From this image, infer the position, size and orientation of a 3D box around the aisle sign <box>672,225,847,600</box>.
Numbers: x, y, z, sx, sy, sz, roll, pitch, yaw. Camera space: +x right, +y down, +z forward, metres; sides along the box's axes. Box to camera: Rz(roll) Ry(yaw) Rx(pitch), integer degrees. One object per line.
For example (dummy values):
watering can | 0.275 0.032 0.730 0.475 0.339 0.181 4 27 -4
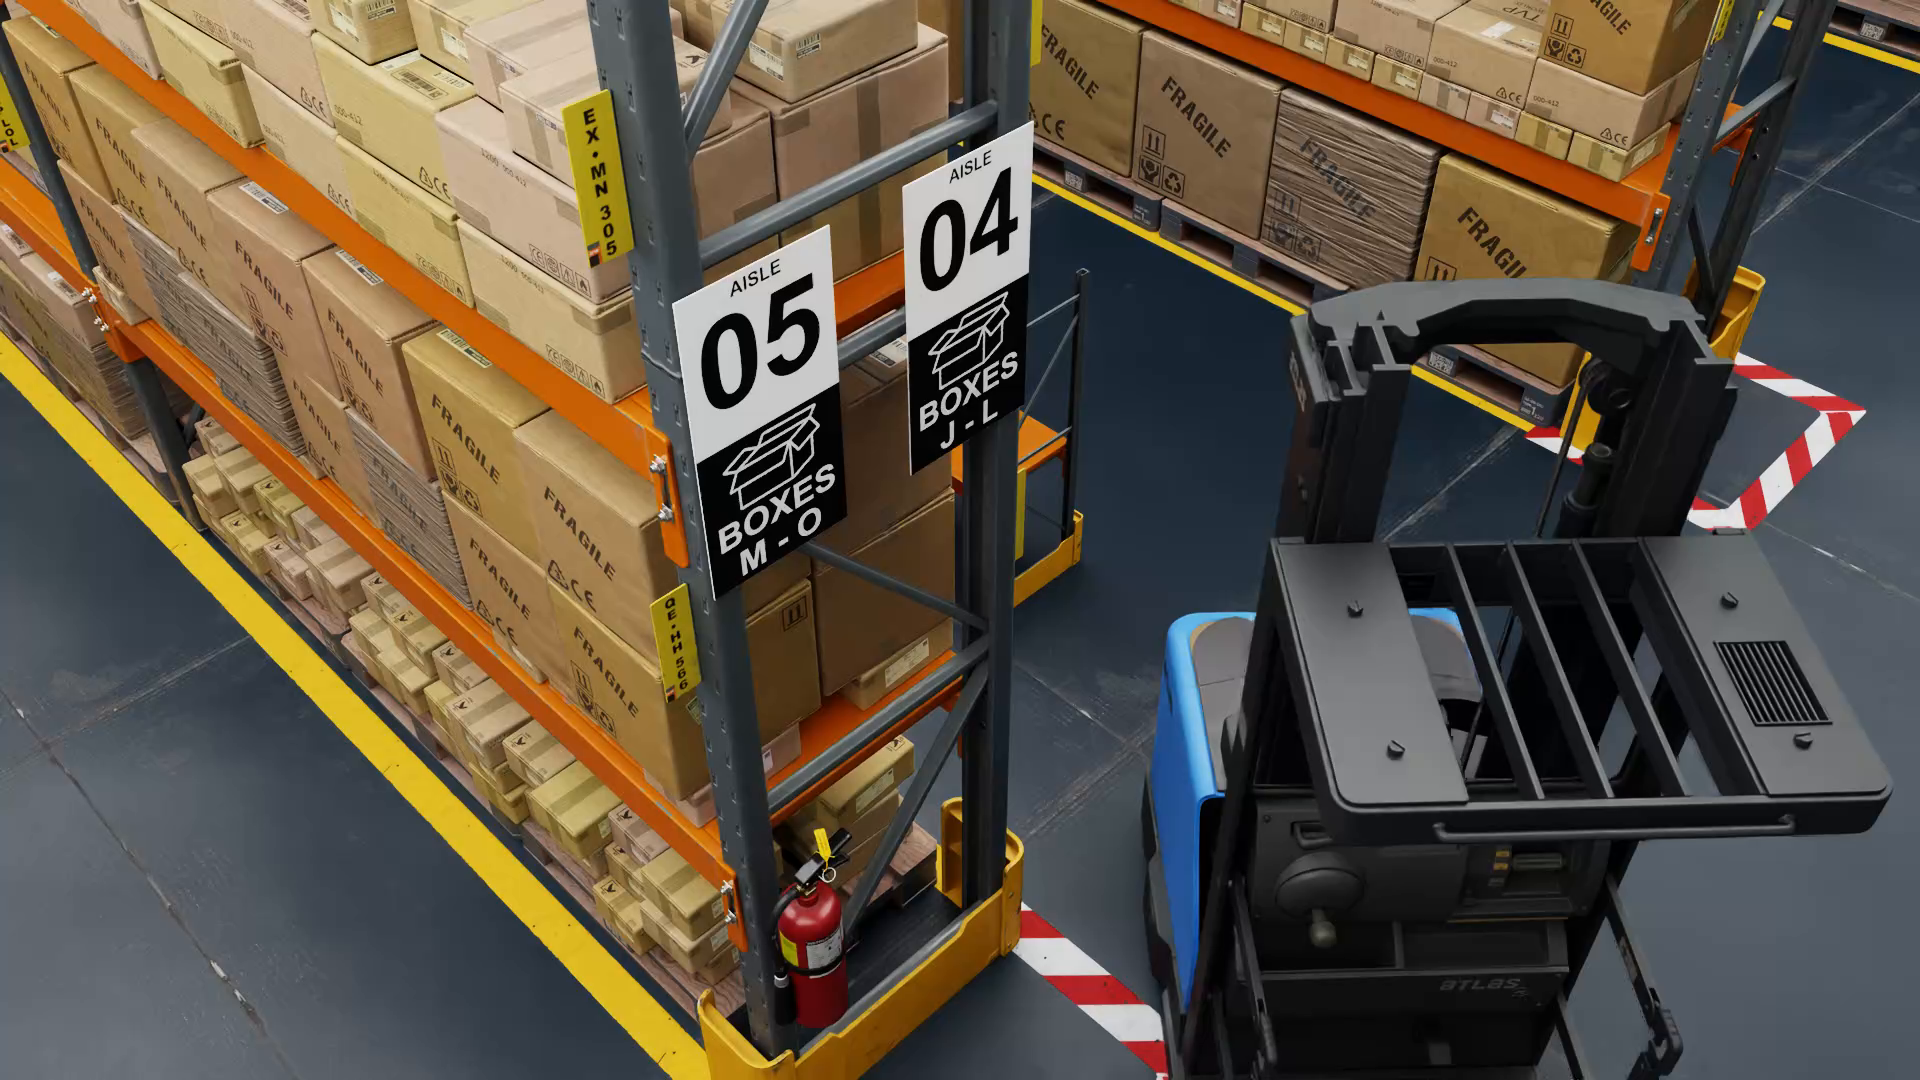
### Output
aisle sign | -0.403 -0.251 3.513 0.394 0.787 0.004 -34 53 -31

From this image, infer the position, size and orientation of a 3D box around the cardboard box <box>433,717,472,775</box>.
cardboard box | -1.728 0.676 6.217 0.380 0.149 0.250 -33 52 -31

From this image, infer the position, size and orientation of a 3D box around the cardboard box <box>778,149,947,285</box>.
cardboard box | -0.379 -0.860 3.988 0.500 0.250 0.500 -32 52 -30

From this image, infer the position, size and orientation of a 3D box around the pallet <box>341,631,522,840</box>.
pallet | -1.702 0.519 6.650 1.003 0.211 1.213 -34 53 -31

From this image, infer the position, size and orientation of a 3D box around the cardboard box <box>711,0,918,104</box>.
cardboard box | -0.310 -1.116 3.603 0.250 0.149 0.380 34 52 31

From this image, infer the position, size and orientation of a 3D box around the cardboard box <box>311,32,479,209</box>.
cardboard box | -1.110 -1.050 3.825 0.500 0.250 0.500 33 52 30

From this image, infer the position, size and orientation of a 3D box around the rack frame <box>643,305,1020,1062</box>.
rack frame | -0.243 0.525 4.589 1.000 3.000 0.127 -34 53 -31

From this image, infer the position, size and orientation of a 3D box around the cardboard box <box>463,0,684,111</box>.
cardboard box | -0.805 -1.026 3.505 0.380 0.149 0.250 -33 52 -31

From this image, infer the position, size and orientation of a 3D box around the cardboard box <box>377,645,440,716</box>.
cardboard box | -1.942 0.449 6.243 0.380 0.149 0.250 -34 52 -31

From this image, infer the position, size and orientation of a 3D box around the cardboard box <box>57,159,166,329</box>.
cardboard box | -2.896 -1.184 6.146 0.500 0.500 0.500 33 52 31

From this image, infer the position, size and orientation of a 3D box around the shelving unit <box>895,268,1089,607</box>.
shelving unit | -0.054 -0.587 6.898 0.587 1.500 1.083 -34 53 -31

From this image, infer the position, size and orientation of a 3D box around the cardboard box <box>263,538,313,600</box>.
cardboard box | -2.637 0.047 6.897 0.250 0.149 0.380 34 52 31

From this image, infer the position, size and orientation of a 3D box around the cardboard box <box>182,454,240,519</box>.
cardboard box | -3.038 -0.286 7.038 0.380 0.149 0.250 -32 51 -30

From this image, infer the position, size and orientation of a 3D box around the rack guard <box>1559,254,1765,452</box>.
rack guard | 3.358 -0.874 7.945 1.175 0.500 0.348 -34 53 -31

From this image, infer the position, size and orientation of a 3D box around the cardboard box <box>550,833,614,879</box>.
cardboard box | -1.186 0.943 5.709 0.250 0.149 0.380 32 52 30

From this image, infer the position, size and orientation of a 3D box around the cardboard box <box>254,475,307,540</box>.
cardboard box | -2.605 -0.199 6.725 0.250 0.149 0.380 33 52 31

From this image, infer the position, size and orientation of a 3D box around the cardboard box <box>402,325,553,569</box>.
cardboard box | -1.100 -0.332 4.487 0.500 0.500 0.500 32 52 30

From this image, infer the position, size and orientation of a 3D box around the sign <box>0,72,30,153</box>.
sign | -3.458 -1.554 5.986 0.100 0.325 0.005 -34 53 -31

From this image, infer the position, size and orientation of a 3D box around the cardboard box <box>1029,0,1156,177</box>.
cardboard box | 0.925 -2.744 9.383 0.875 0.875 0.875 -34 53 -31

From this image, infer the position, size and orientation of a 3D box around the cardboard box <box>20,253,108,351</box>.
cardboard box | -3.772 -1.145 7.376 0.500 0.250 0.500 33 52 30

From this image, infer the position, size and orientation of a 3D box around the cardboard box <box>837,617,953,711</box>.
cardboard box | -0.239 0.305 5.013 0.250 0.149 0.380 34 52 31

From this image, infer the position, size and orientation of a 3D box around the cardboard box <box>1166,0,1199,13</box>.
cardboard box | 1.229 -2.831 8.406 0.250 0.149 0.380 33 52 31

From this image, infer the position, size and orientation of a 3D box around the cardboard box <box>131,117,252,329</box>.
cardboard box | -2.210 -1.078 5.294 0.500 0.500 0.500 -33 52 -31

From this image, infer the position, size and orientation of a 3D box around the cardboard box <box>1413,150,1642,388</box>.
cardboard box | 2.832 -1.447 7.979 0.875 0.875 0.875 -34 53 -31

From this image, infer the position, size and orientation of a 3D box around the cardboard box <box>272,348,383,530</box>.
cardboard box | -1.812 -0.447 5.348 0.500 0.500 0.500 -31 51 -29

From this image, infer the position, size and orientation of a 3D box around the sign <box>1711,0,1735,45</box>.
sign | 2.947 -2.062 6.361 0.100 0.325 0.005 -34 53 -31

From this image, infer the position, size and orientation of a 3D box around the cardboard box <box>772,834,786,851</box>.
cardboard box | -0.629 0.926 5.946 0.250 0.149 0.380 34 53 31

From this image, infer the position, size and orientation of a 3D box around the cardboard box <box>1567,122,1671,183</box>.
cardboard box | 2.856 -1.725 7.209 0.380 0.149 0.250 -33 52 -31

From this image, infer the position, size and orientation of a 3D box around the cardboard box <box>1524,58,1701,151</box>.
cardboard box | 2.810 -1.963 7.173 0.500 0.250 0.500 33 52 31

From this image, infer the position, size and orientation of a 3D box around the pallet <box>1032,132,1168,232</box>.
pallet | 0.997 -2.298 9.699 1.003 0.211 1.213 -34 53 -31

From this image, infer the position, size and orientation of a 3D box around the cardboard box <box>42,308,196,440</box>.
cardboard box | -3.768 -0.868 7.629 0.500 0.500 0.500 33 52 31

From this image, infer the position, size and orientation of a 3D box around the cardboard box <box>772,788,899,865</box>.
cardboard box | -0.431 0.934 5.719 0.380 0.149 0.250 -32 51 -30

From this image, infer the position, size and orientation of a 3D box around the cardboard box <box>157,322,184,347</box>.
cardboard box | -2.864 -0.923 6.341 0.380 0.149 0.250 -33 52 -30

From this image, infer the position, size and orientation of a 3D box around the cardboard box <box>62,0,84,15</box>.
cardboard box | -2.567 -1.858 5.068 0.500 0.250 0.500 33 52 31

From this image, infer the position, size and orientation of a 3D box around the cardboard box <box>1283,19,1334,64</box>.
cardboard box | 1.777 -2.459 8.004 0.380 0.149 0.250 -33 52 -31

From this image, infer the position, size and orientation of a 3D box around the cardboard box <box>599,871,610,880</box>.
cardboard box | -1.141 1.022 5.843 0.250 0.149 0.380 34 52 31

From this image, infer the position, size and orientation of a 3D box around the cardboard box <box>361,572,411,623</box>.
cardboard box | -2.032 0.168 6.328 0.250 0.149 0.380 32 51 30

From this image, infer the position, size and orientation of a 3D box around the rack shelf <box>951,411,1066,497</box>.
rack shelf | -0.060 -0.460 7.025 0.538 0.185 1.000 -34 53 -31

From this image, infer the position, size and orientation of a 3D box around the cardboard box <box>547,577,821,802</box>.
cardboard box | -0.742 0.287 4.554 0.500 0.500 0.500 -33 52 -31

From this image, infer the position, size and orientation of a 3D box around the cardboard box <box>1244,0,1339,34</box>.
cardboard box | 1.722 -2.700 7.971 0.500 0.250 0.500 -34 52 -31

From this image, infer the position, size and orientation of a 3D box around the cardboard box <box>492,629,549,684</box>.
cardboard box | -1.206 0.234 5.089 0.380 0.149 0.250 -33 52 -30

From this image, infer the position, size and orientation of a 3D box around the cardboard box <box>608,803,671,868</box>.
cardboard box | -0.933 0.918 5.516 0.380 0.149 0.250 -33 52 -31

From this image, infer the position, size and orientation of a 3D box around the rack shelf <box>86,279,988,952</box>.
rack shelf | -1.655 -0.172 5.873 1.077 0.370 4.000 -34 53 -31

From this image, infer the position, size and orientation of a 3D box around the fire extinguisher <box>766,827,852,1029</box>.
fire extinguisher | -0.391 1.033 4.371 0.296 0.674 0.183 -34 53 -31

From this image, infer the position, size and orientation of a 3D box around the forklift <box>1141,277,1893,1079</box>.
forklift | 1.239 0.945 4.185 1.130 2.935 3.031 -1 43 -1

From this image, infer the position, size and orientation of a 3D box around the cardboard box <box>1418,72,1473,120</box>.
cardboard box | 2.318 -2.091 7.605 0.380 0.149 0.250 -33 52 -31

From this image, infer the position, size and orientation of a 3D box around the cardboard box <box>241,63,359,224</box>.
cardboard box | -1.457 -1.100 4.247 0.500 0.250 0.500 -32 51 -30

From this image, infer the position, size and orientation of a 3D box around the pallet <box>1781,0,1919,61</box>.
pallet | 6.292 -3.568 11.073 1.003 0.211 1.213 -34 53 -31

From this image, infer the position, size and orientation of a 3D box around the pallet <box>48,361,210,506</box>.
pallet | -3.618 -0.746 8.019 1.003 0.211 1.213 -34 53 -31

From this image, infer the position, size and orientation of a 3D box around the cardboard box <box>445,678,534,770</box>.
cardboard box | -1.573 0.598 5.863 0.380 0.149 0.250 -32 52 -30

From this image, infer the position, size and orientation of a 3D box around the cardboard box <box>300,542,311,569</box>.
cardboard box | -2.409 0.024 6.704 0.250 0.149 0.380 32 51 30
